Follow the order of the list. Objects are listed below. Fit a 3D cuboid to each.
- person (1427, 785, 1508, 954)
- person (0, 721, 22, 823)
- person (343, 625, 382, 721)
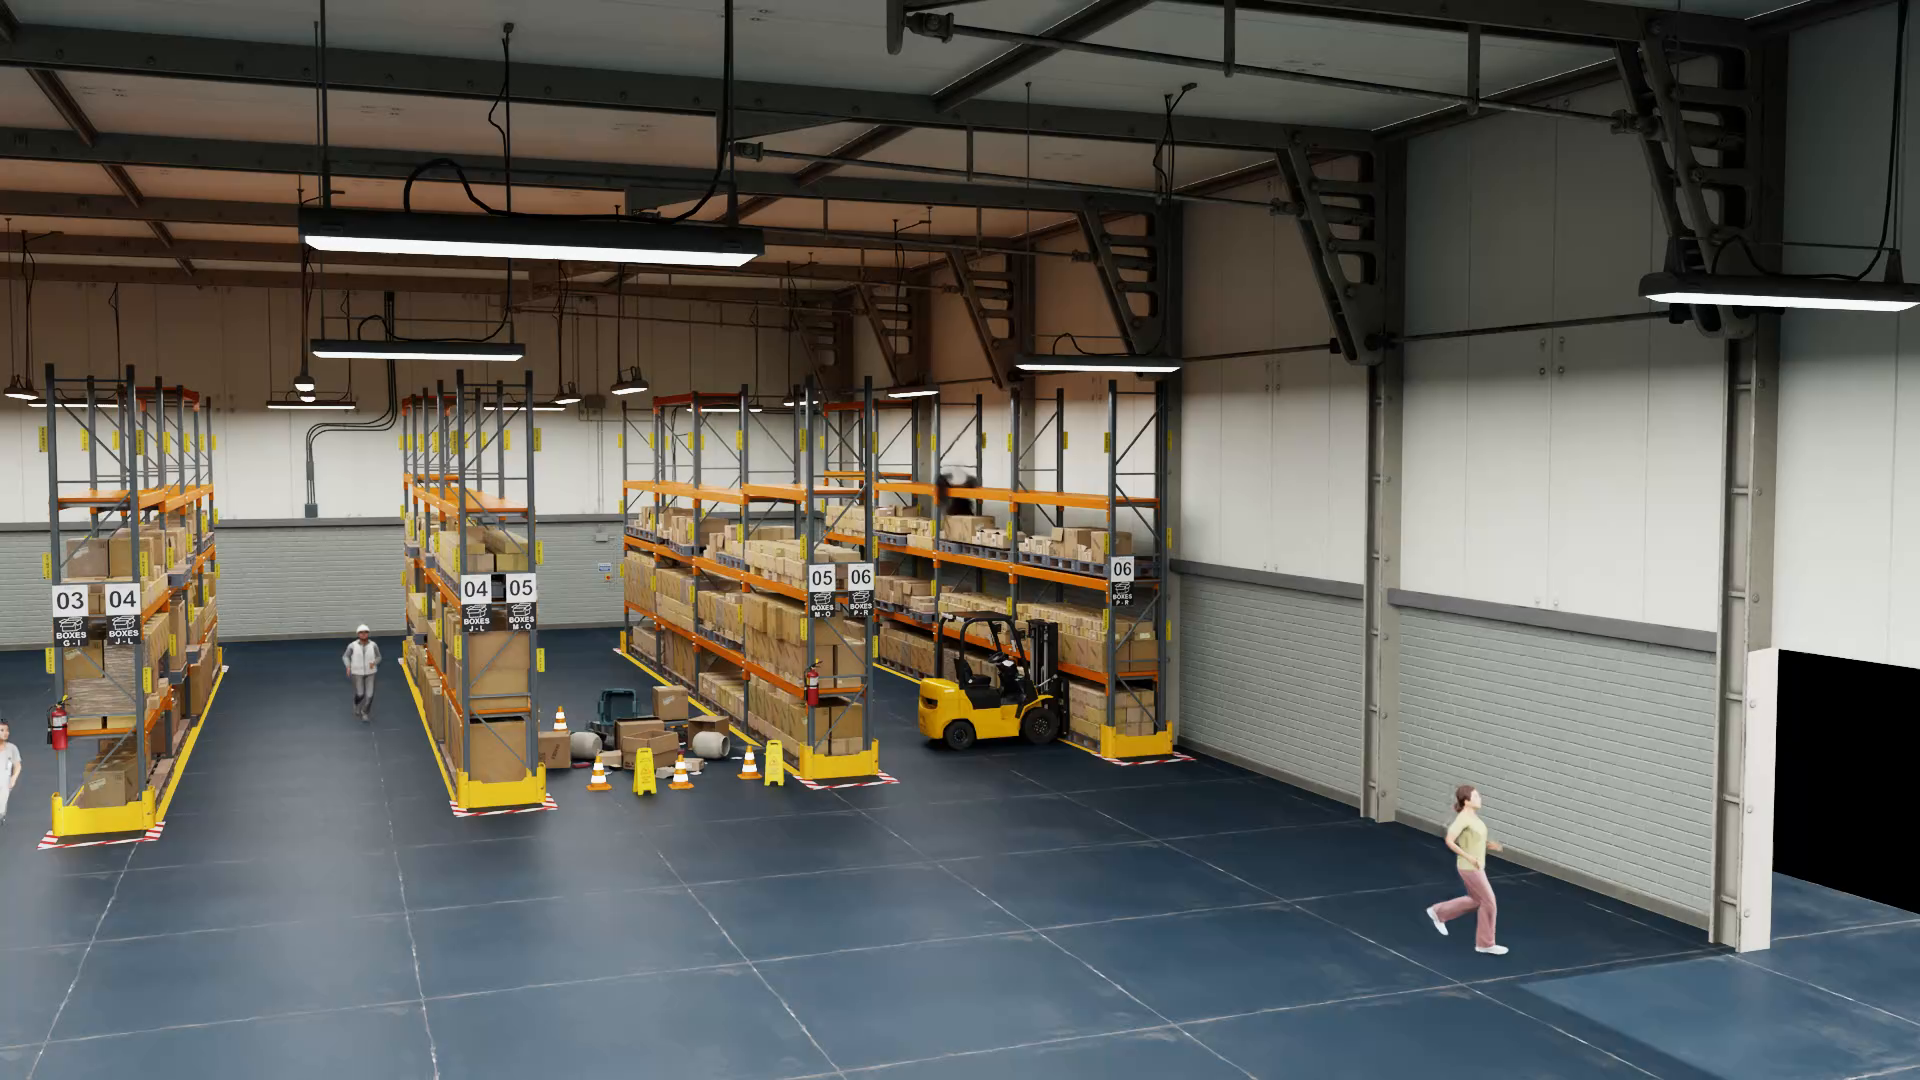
[{"bbox_3d":[4.993,3.224,16.366,0.802,1.635,0.589,2,4,28],"label":"person"},{"bbox_3d":[-11.669,3.013,20.196,0.538,1.599,0.591,2,4,35],"label":"person"},{"bbox_3d":[-10.708,2.393,29.861,0.652,1.728,0.569,-2,4,-27],"label":"person"}]
